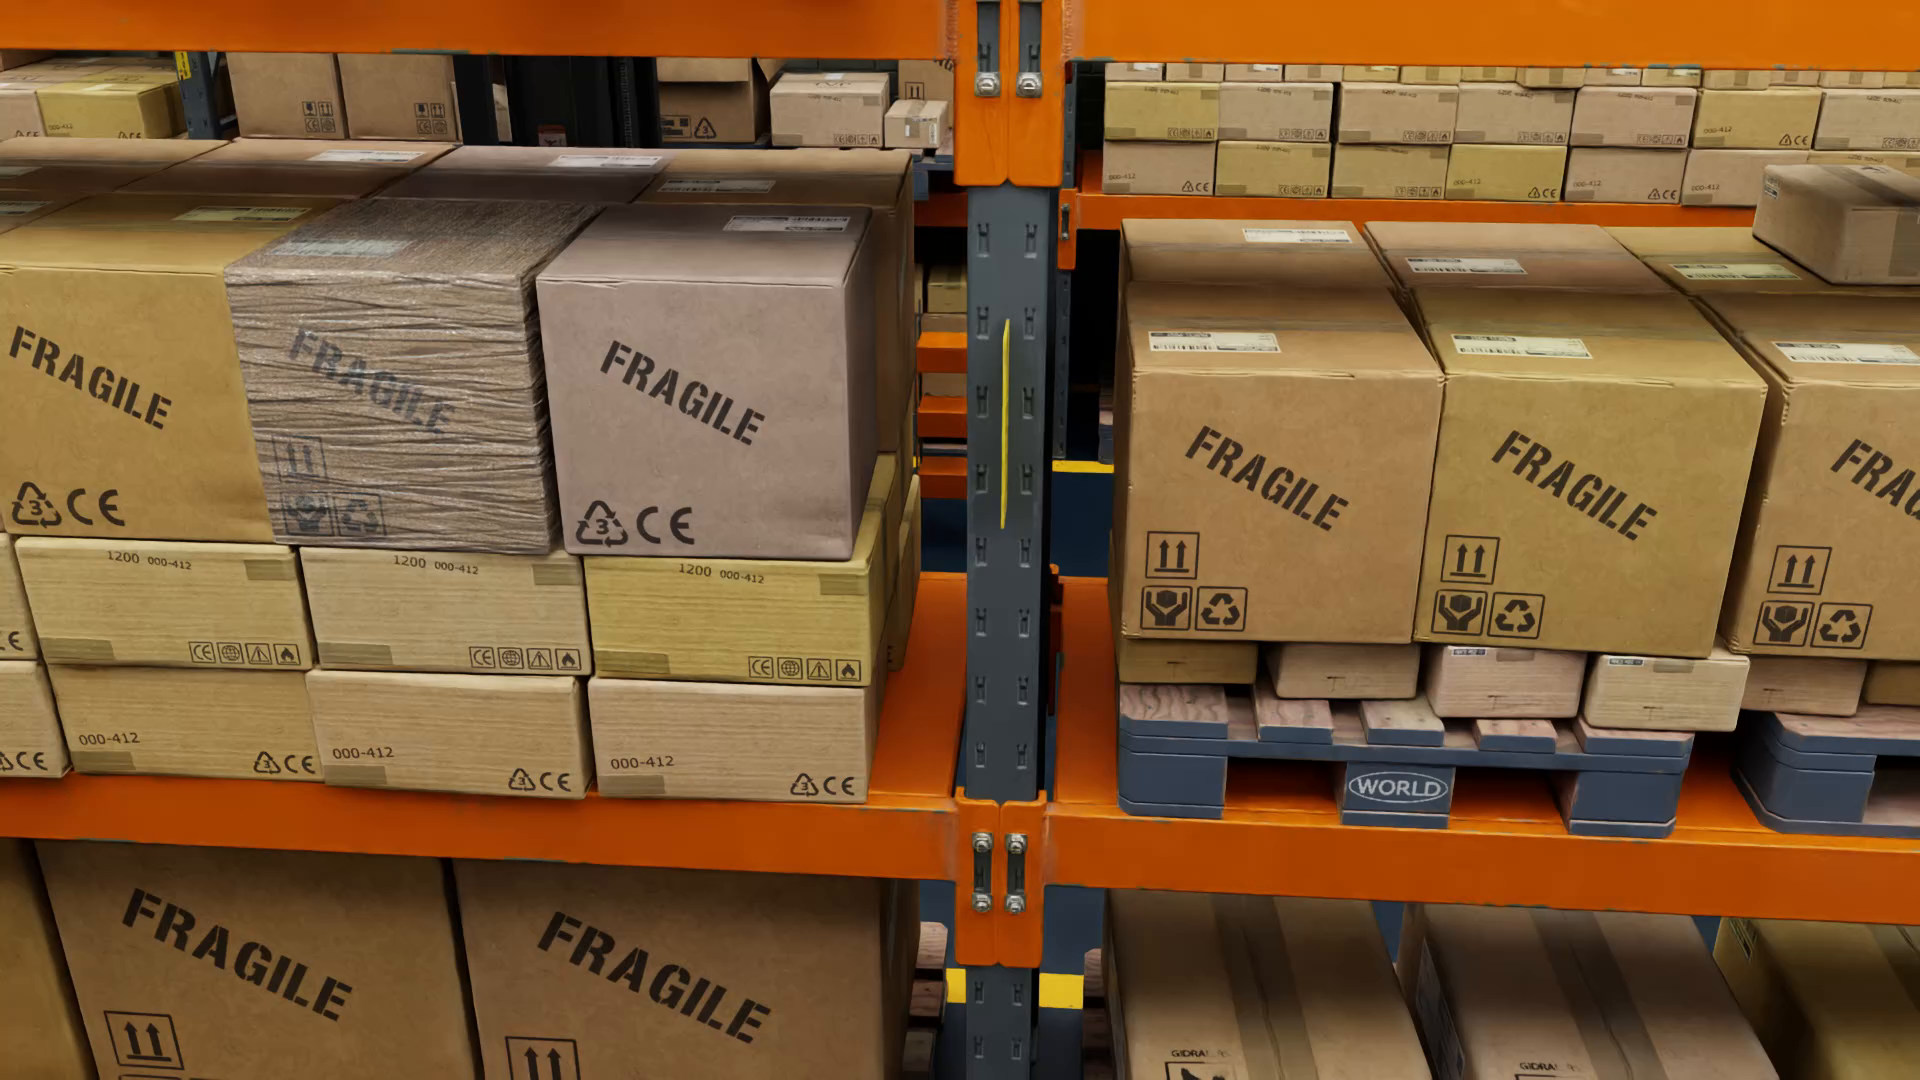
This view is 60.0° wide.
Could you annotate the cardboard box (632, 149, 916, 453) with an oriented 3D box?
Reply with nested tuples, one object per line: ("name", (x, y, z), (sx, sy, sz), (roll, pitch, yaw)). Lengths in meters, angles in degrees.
("cardboard box", (-0.361, -0.508, 3.449), (0.500, 0.500, 0.500), (1, 25, 2))

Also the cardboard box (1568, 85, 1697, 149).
("cardboard box", (2.945, -1.932, 7.441), (0.500, 0.250, 0.500), (2, 25, 5))

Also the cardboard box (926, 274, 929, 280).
("cardboard box", (-0.398, -1.169, 8.690), (0.500, 0.500, 0.500), (2, 25, 4))

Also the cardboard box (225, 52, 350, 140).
("cardboard box", (-3.035, -2.215, 7.853), (0.500, 0.500, 0.700), (2, 25, 5))

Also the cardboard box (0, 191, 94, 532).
("cardboard box", (-1.934, -0.349, 3.103), (0.500, 0.500, 0.500), (1, 25, 3))

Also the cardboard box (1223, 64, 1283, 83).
("cardboard box", (1.308, -2.161, 7.462), (0.250, 0.149, 0.380), (3, 25, 5))

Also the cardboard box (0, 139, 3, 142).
("cardboard box", (-2.391, -0.571, 3.586), (0.500, 0.500, 0.500), (3, 25, 6))

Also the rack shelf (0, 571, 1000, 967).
("rack shelf", (-1.882, 0.372, 3.713), (4.000, 0.370, 1.077), (2, 25, 4))

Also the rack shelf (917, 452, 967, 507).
("rack shelf", (-0.053, -0.217, 7.155), (0.240, 0.259, 0.215), (2, 25, 4))

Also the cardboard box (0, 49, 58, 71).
("cardboard box", (-4.964, -2.654, 8.355), (0.500, 0.500, 0.500), (1, 25, 3))

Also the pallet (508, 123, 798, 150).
("pallet", (-1.451, -1.933, 8.091), (1.213, 0.211, 1.003), (2, 25, 4))

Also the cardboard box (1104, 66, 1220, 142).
("cardboard box", (0.910, -1.992, 7.572), (0.500, 0.250, 0.500), (2, 25, 4))

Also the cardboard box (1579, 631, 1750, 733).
("cardboard box", (1.243, 0.189, 3.049), (0.250, 0.149, 0.380), (2, 25, 4))

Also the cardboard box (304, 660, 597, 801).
("cardboard box", (-0.923, 0.260, 3.276), (0.500, 0.250, 0.500), (2, 25, 5))

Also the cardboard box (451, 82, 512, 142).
("cardboard box", (-2.144, -2.013, 7.694), (0.258, 0.266, 0.396), (3, 25, 7))

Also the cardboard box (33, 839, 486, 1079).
("cardboard box", (-1.459, 0.797, 3.969), (0.875, 0.875, 0.875), (2, 25, 5))

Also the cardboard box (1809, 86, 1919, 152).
("cardboard box", (3.968, -1.900, 7.371), (0.500, 0.250, 0.500), (1, 25, 3))

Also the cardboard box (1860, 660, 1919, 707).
("cardboard box", (1.774, 0.157, 3.118), (0.250, 0.149, 0.380), (3, 25, 6))

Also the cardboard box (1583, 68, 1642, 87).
("cardboard box", (2.843, -2.118, 7.370), (0.250, 0.149, 0.380), (2, 25, 4))

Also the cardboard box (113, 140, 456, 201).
("cardboard box", (-1.371, -0.543, 3.525), (0.500, 0.500, 0.500), (3, 25, 5))

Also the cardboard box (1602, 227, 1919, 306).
("cardboard box", (1.606, -0.335, 3.413), (0.500, 0.500, 0.500), (0, 25, 0))

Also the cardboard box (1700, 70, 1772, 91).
("cardboard box", (3.348, -2.074, 7.272), (0.250, 0.149, 0.380), (1, 25, 2))

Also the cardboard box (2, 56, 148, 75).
("cardboard box", (-4.474, -2.296, 8.475), (0.500, 0.250, 0.500), (2, 25, 4))

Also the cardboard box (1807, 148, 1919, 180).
("cardboard box", (3.954, -1.670, 7.471), (0.500, 0.250, 0.500), (2, 25, 5))

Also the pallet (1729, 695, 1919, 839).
("pallet", (2.089, 0.243, 3.363), (1.213, 0.211, 1.003), (2, 25, 4))

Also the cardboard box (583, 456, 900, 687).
("cardboard box", (-0.390, 0.041, 3.154), (0.500, 0.250, 0.500), (2, 25, 4))

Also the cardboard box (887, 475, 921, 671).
("cardboard box", (-0.357, 0.057, 3.717), (0.500, 0.250, 0.500), (1, 25, 3))

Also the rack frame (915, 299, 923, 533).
("rack frame", (-0.175, -0.483, 7.043), (0.008, 1.050, 0.200), (2, 25, 4))

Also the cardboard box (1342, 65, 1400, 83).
("cardboard box", (1.823, -2.162, 7.465), (0.250, 0.149, 0.380), (2, 25, 5))

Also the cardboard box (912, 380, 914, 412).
("cardboard box", (-0.448, -0.959, 8.234), (0.500, 0.500, 0.500), (1, 25, 3))

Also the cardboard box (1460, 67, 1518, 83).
("cardboard box", (2.338, -2.162, 7.464), (0.250, 0.149, 0.380), (2, 25, 4))

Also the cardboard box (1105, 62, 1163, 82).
("cardboard box", (0.784, -2.167, 7.474), (0.250, 0.149, 0.380), (3, 25, 6))

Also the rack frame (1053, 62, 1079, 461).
("rack frame", (0.488, -1.959, 7.920), (0.127, 3.000, 1.000), (2, 25, 4))

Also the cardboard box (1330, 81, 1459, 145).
("cardboard box", (1.932, -1.962, 7.506), (0.500, 0.250, 0.500), (1, 25, 3))

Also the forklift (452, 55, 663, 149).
("forklift", (-1.993, -1.396, 6.777), (3.031, 2.935, 1.130), (2, 25, 4))

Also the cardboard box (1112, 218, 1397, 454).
("cardboard box", (0.587, -0.363, 3.473), (0.500, 0.500, 0.500), (1, 25, 2))

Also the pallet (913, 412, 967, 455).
("pallet", (-0.253, -0.732, 8.589), (1.213, 0.211, 1.003), (2, 25, 4))

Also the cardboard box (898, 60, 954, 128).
("cardboard box", (-0.013, -2.277, 7.989), (0.500, 0.500, 0.500), (3, 25, 6))

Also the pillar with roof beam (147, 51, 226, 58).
("pillar with roof beam", (-4.455, -3.416, 3.909), (0.400, 9.000, 9.100), (2, 25, 4))

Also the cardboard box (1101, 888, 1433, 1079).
("cardboard box", (0.675, 1.135, 3.837), (0.625, 0.372, 0.950), (0, 25, 0))

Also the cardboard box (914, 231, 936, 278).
("cardboard box", (-0.270, -1.476, 8.580), (0.250, 0.149, 0.380), (3, 25, 6))

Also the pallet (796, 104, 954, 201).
("pallet", (-0.193, -1.865, 7.943), (1.003, 0.211, 1.213), (2, 25, 4))

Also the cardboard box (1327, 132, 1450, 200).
("cardboard box", (1.927, -1.743, 7.630), (0.500, 0.250, 0.500), (1, 25, 2))

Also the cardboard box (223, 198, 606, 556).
("cardboard box", (-0.936, -0.311, 3.021), (0.500, 0.500, 0.500), (2, 25, 5))

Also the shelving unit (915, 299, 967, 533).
("shelving unit", (-0.053, -0.479, 7.034), (0.252, 1.050, 0.215), (2, 25, 4))

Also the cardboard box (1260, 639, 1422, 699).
("cardboard box", (0.701, 0.144, 3.147), (0.250, 0.149, 0.380), (0, 25, 1))

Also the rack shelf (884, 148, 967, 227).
("rack shelf", (-1.506, -1.697, 8.209), (4.000, 0.370, 1.077), (2, 25, 4))

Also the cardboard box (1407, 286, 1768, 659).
("cardboard box", (1.063, -0.137, 2.982), (0.500, 0.500, 0.500), (3, 25, 7))

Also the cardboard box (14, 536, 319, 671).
("cardboard box", (-1.414, 0.018, 3.203), (0.500, 0.250, 0.500), (1, 25, 3))

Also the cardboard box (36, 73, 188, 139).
("cardboard box", (-4.026, -2.069, 7.982), (0.500, 0.250, 0.500), (2, 25, 5))

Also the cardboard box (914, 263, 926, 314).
("cardboard box", (-0.298, -1.215, 8.015), (0.250, 0.149, 0.380), (1, 25, 1))

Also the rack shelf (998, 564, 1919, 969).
("rack shelf", (2.106, 0.500, 3.435), (4.000, 0.370, 1.077), (2, 25, 4))

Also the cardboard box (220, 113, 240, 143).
("cardboard box", (-3.814, -2.098, 8.522), (0.250, 0.149, 0.380), (2, 25, 4))

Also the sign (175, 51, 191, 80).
("sign", (-3.534, -2.254, 7.525), (0.005, 0.325, 0.100), (2, 25, 4))

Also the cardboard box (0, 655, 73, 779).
("cardboard box", (-1.934, 0.233, 3.336), (0.500, 0.250, 0.500), (1, 25, 3))

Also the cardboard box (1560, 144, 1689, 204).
("cardboard box", (2.960, -1.713, 7.563), (0.500, 0.250, 0.500), (2, 25, 4))

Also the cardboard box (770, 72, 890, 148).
("cardboard box", (-0.588, -1.981, 7.644), (0.500, 0.250, 0.500), (1, 25, 2))

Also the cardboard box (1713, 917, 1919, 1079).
("cardboard box", (2.167, 1.182, 3.735), (0.625, 0.372, 0.950), (3, 25, 6))

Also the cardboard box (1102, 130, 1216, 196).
("cardboard box", (0.912, -1.775, 7.699), (0.500, 0.250, 0.500), (2, 25, 4))

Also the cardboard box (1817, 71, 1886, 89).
("cardboard box", (3.860, -2.091, 7.309), (0.250, 0.149, 0.380), (1, 25, 3))
